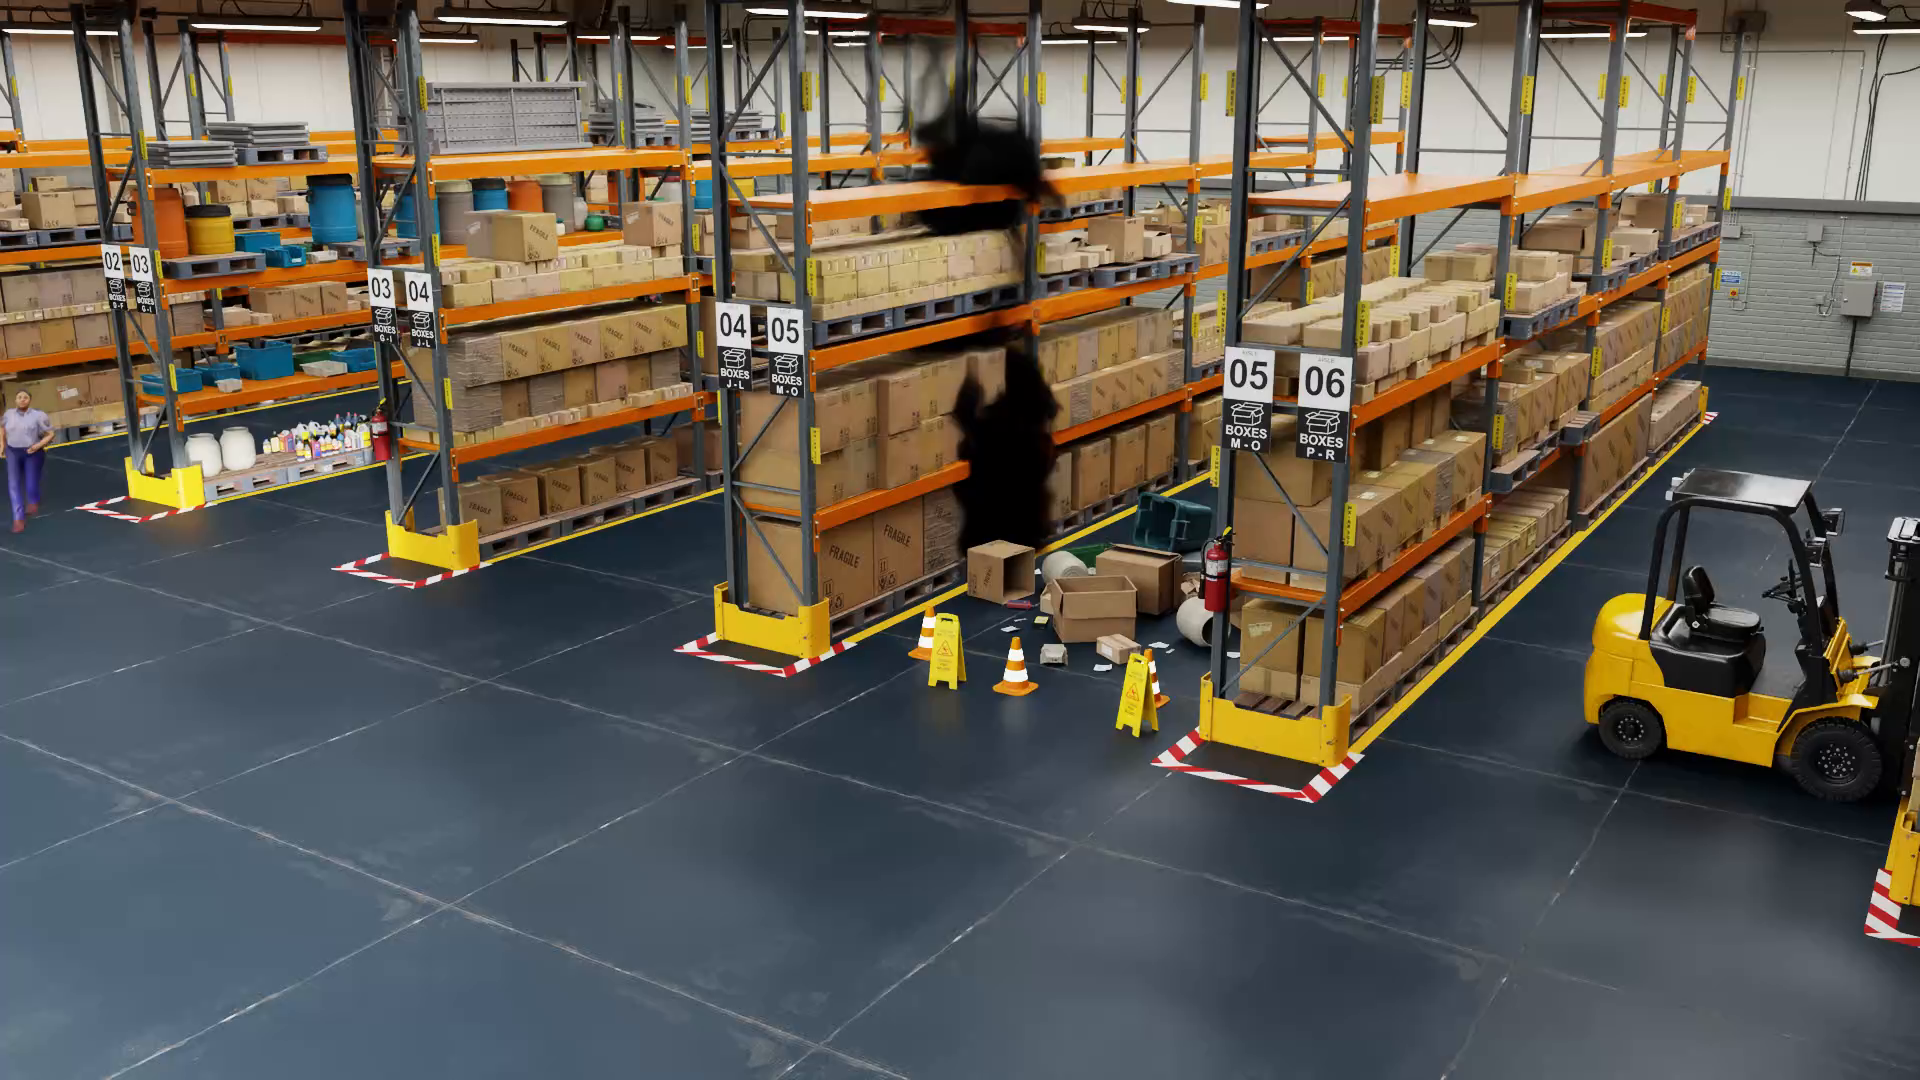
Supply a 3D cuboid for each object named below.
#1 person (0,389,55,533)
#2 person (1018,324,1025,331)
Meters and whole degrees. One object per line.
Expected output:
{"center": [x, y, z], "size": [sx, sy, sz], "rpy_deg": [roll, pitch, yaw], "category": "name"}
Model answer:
{"center": [-11.066, -0.973, 19.735], "size": [0.637, 1.638, 0.806], "rpy_deg": [-4, 16, -15], "category": "person"}
{"center": [0.933, -2.049, 22.550], "size": [0.639, 1.791, 0.785], "rpy_deg": [10, 18, 32], "category": "person"}
